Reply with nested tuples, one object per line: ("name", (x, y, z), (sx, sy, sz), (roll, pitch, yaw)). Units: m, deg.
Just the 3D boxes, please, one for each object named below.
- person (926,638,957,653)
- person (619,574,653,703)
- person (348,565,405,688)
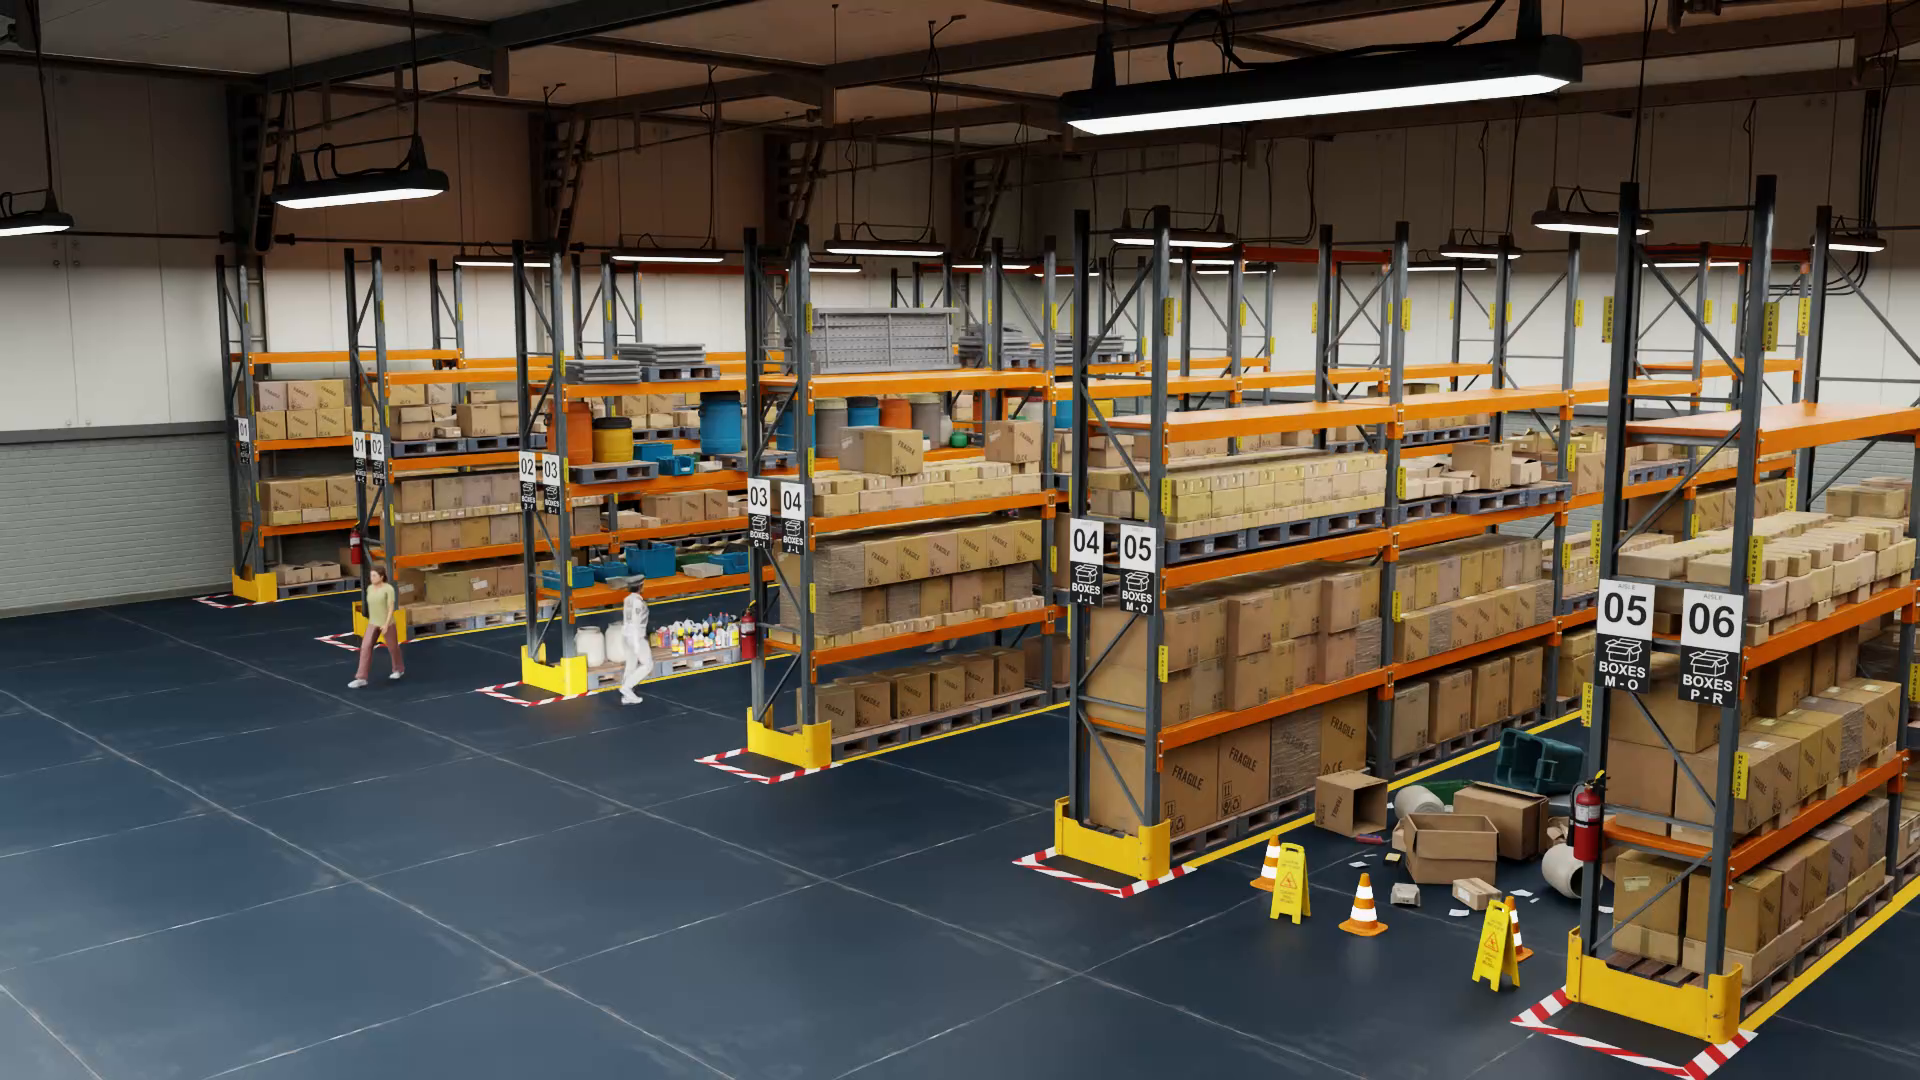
("person", (-0.311, 0.847, 24.837), (0.594, 1.654, 0.507), (-5, 10, -33))
("person", (-4.257, 1.291, 21.556), (0.462, 1.667, 0.523), (-5, 10, -33))
("person", (-7.902, 1.145, 22.589), (0.483, 1.617, 0.975), (1, 8, 9))
